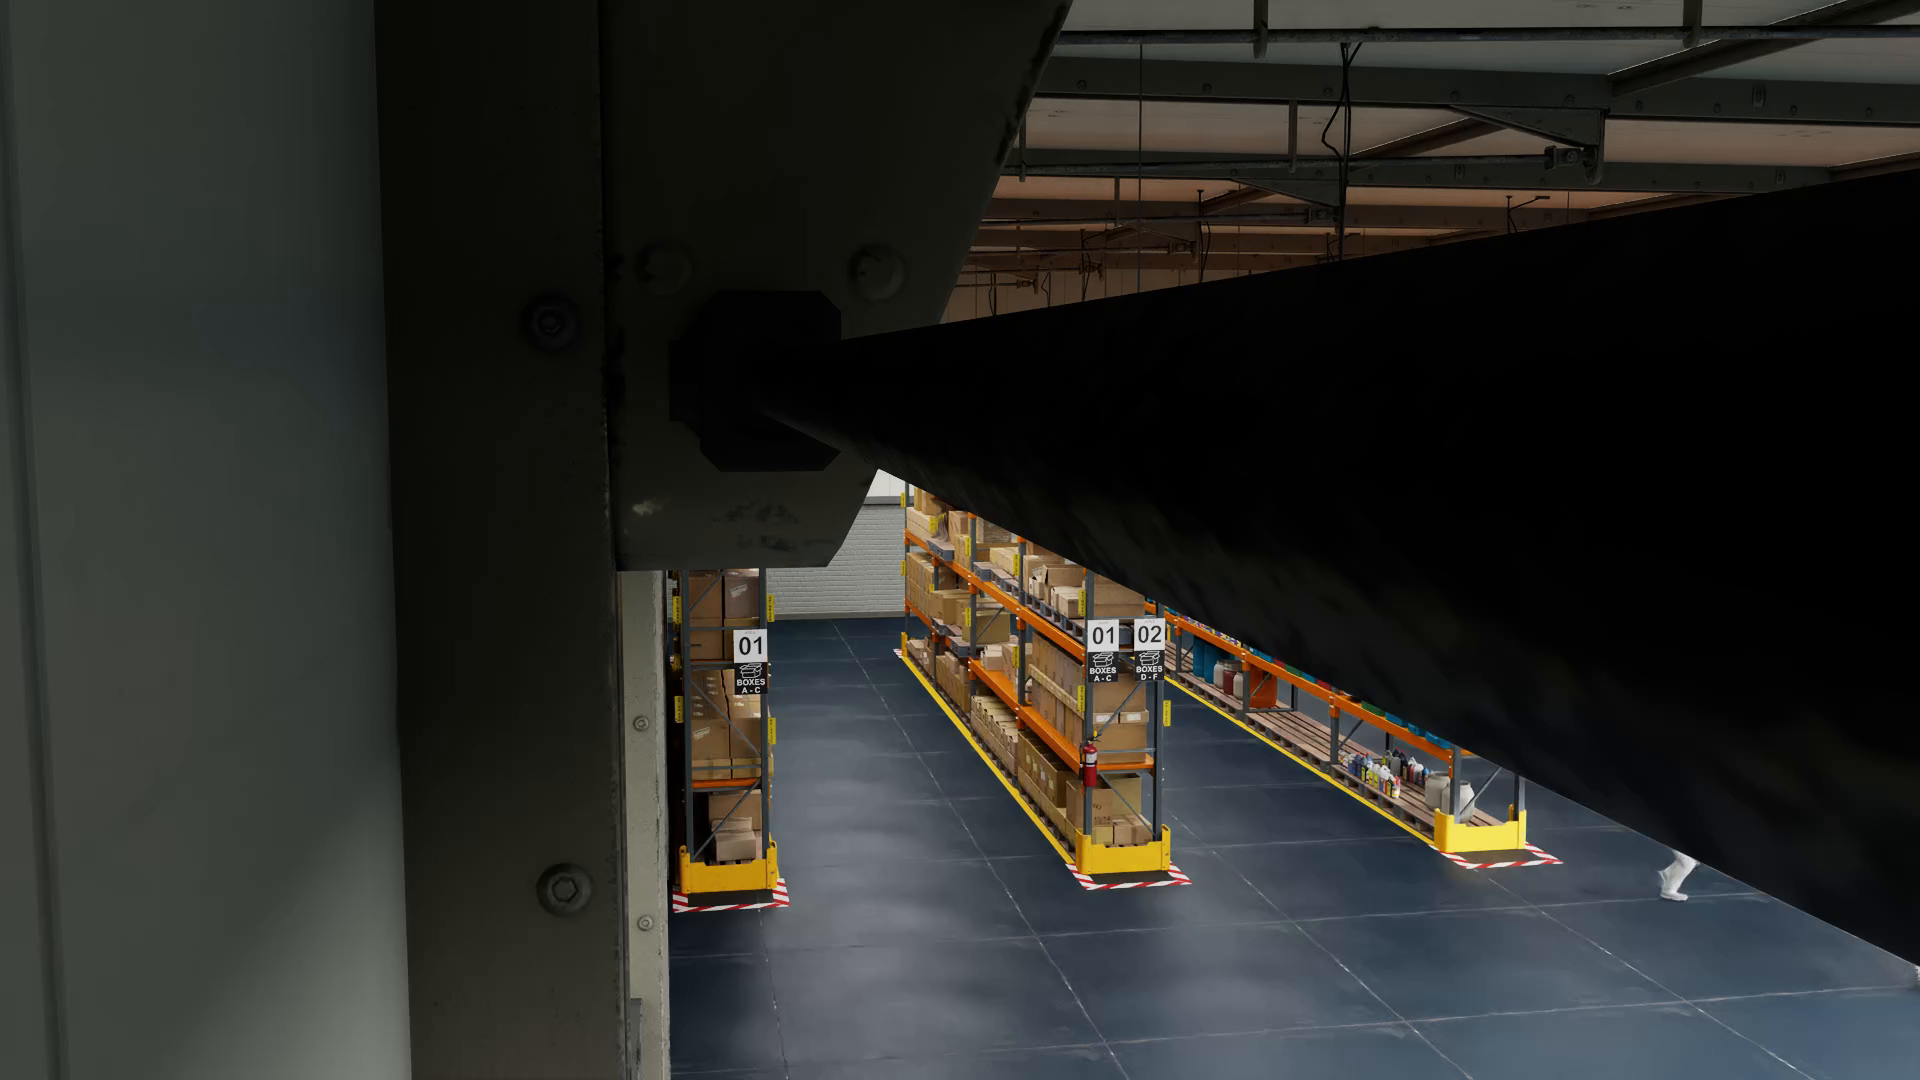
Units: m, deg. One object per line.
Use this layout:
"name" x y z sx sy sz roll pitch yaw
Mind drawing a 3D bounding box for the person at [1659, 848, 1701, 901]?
"person" 8.628 3.471 19.750 0.540 1.623 0.595 2 6 21

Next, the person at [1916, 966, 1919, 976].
"person" 10.137 3.701 16.799 0.758 1.840 0.639 1 6 14
